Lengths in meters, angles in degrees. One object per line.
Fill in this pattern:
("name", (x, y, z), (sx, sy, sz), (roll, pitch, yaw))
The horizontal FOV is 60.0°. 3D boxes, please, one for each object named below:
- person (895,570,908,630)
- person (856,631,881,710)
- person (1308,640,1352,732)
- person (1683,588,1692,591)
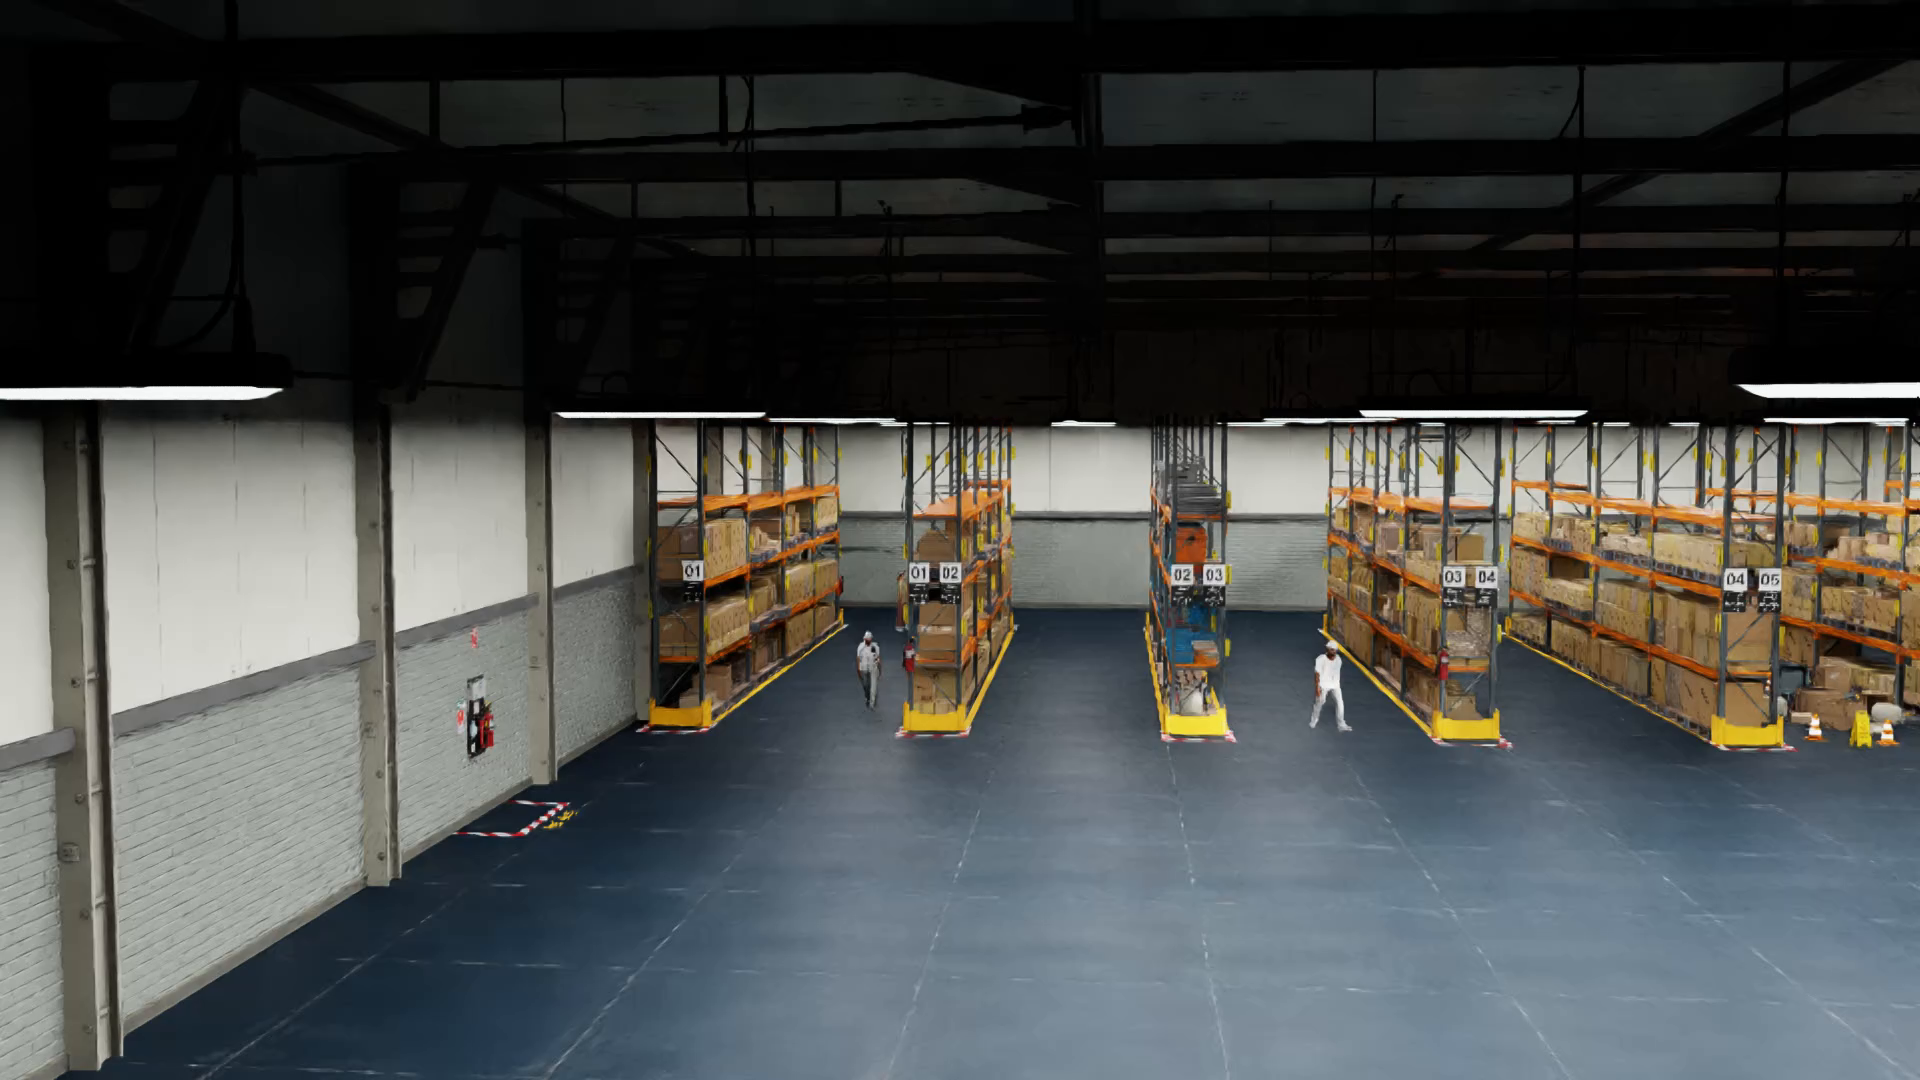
("person", (-1.635, 1.694, 47.196), (0.385, 1.678, 0.592), (0, 4, 4))
("person", (-1.867, 2.635, 33.962), (0.497, 1.578, 1.090), (1, 4, 8))
("person", (6.989, 2.752, 31.497), (0.603, 1.725, 0.956), (-1, 4, -17))
("person", (21.692, 1.584, 49.250), (0.454, 1.641, 0.645), (-2, 4, -27))
